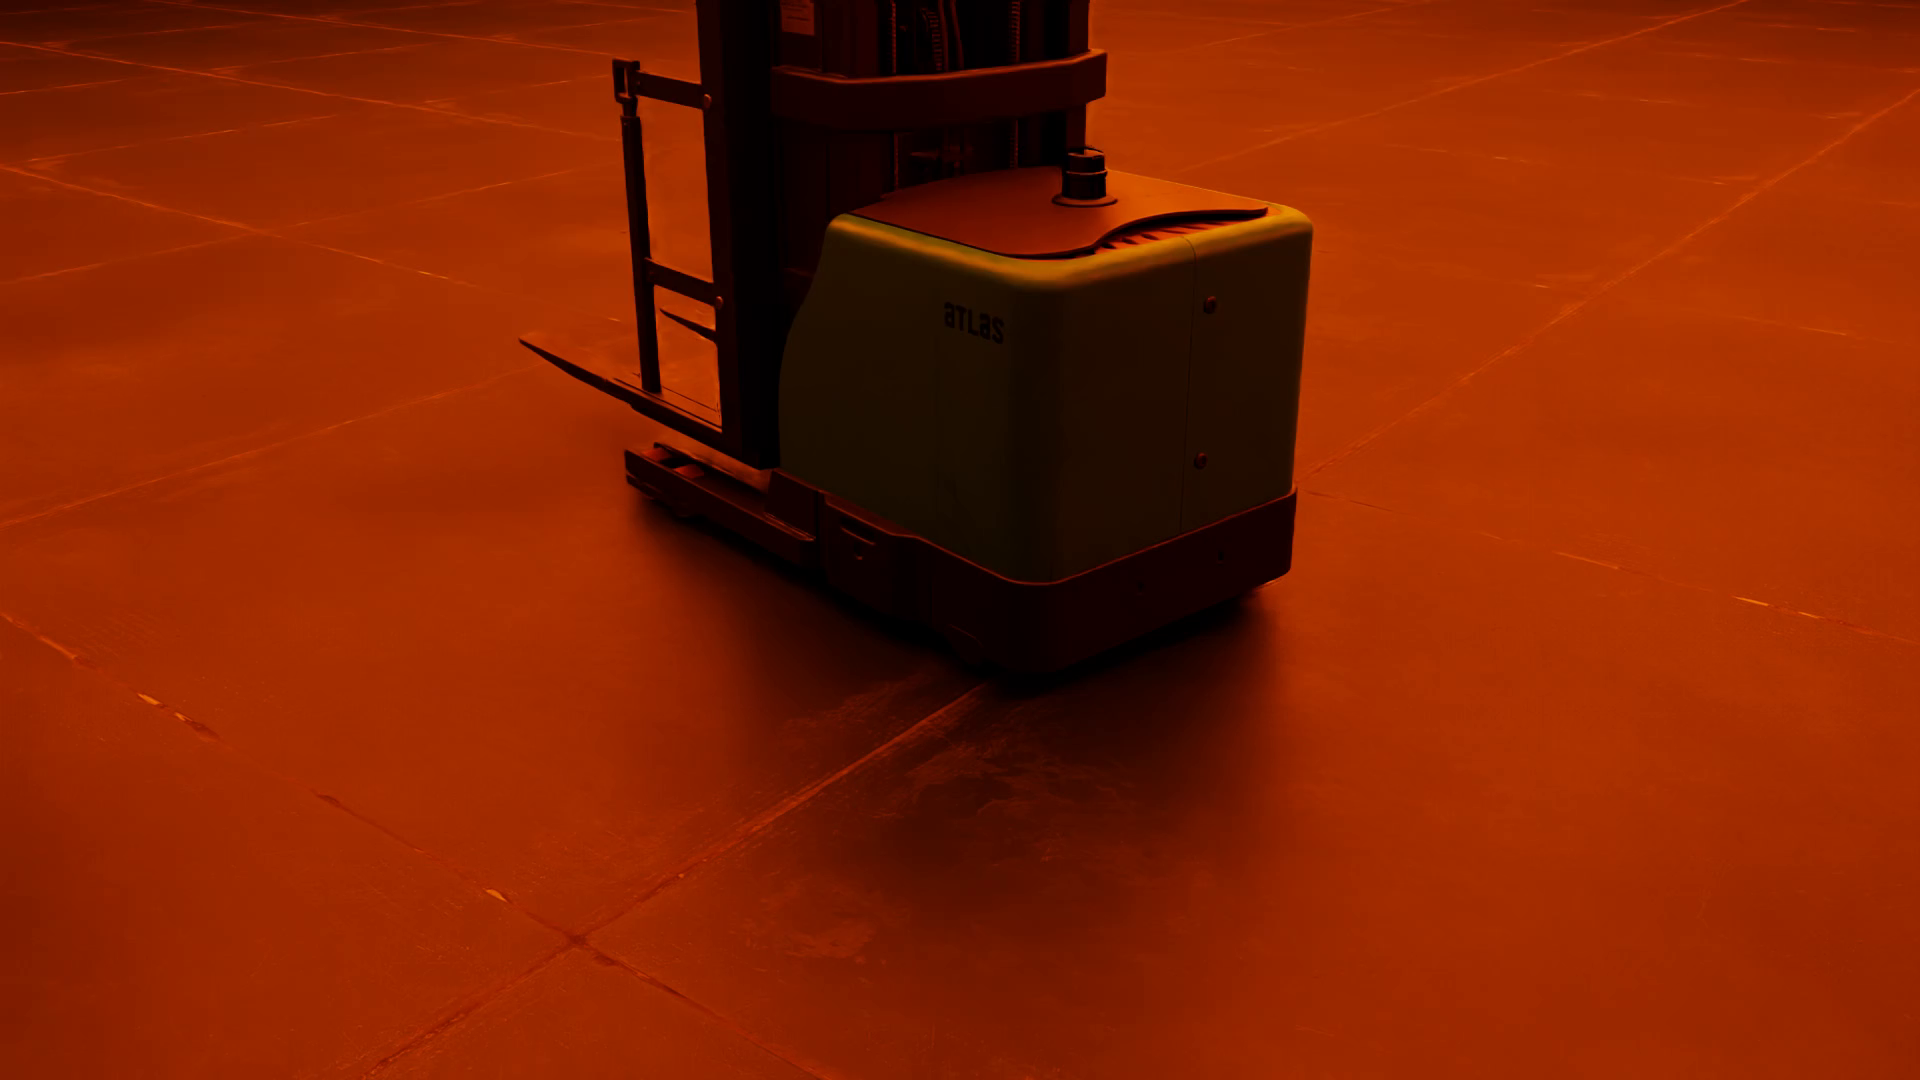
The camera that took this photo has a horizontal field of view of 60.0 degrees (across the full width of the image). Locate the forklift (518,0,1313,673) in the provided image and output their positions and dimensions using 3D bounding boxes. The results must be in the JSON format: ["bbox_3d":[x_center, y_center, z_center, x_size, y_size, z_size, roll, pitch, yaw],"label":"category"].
[{"bbox_3d":[-0.413,-1.528,4.853,1.130,2.935,3.031,-19,30,-37],"label":"forklift"}]
